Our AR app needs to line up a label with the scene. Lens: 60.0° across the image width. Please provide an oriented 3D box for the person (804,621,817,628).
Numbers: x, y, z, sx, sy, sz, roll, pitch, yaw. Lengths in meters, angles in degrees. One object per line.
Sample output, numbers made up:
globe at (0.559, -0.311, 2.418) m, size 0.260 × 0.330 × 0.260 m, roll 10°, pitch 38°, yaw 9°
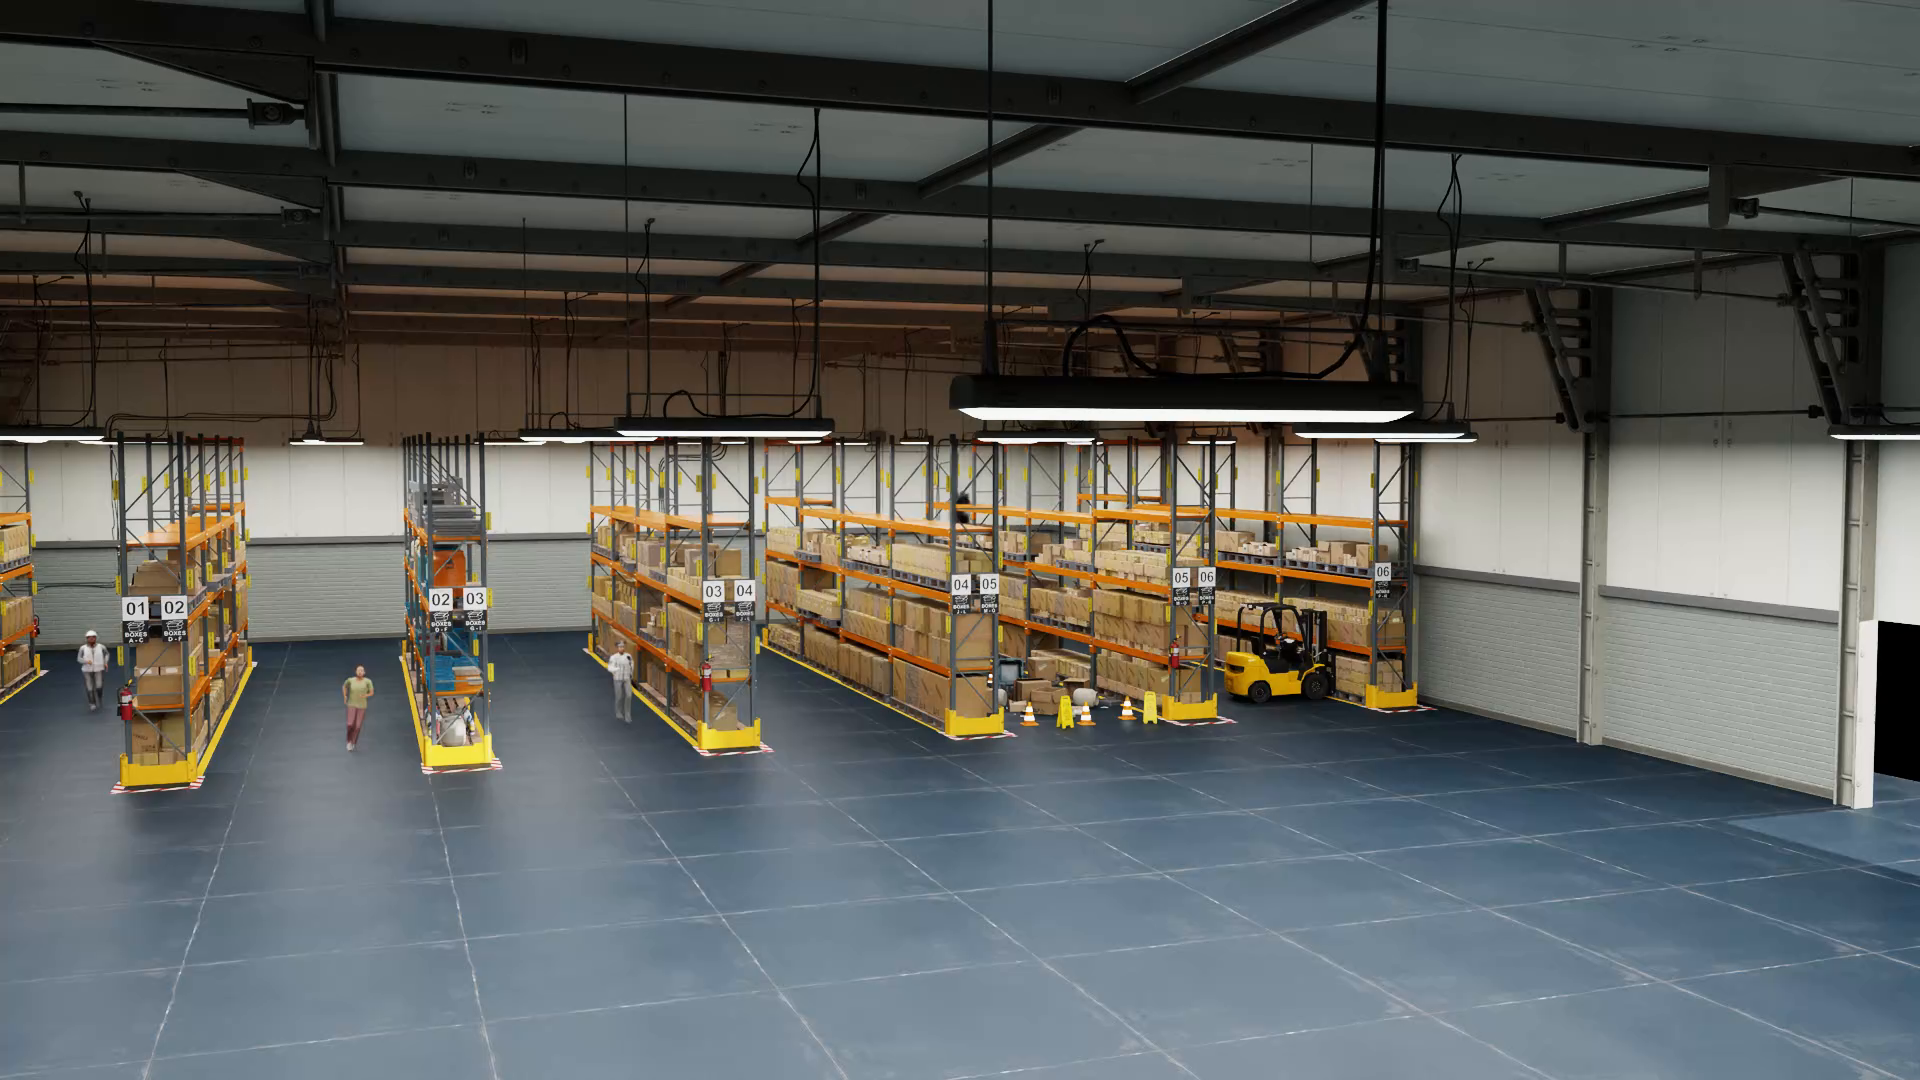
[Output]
person at (-4.581, 2.118, 49.668) m, size 0.555 × 1.710 × 0.694 m, roll 1°, pitch 3°, yaw 20°

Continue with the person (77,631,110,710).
person at (-18.829, 2.839, 36.142) m, size 0.631 × 1.732 × 0.624 m, roll -2°, pitch 4°, yaw -27°

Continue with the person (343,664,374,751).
person at (-11.357, 3.156, 31.401) m, size 0.555 × 1.640 × 0.619 m, roll -1°, pitch 3°, yaw -20°

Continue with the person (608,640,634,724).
person at (-7.065, 2.958, 34.757) m, size 0.594 × 1.753 × 0.753 m, roll -1°, pitch 3°, yaw -22°
